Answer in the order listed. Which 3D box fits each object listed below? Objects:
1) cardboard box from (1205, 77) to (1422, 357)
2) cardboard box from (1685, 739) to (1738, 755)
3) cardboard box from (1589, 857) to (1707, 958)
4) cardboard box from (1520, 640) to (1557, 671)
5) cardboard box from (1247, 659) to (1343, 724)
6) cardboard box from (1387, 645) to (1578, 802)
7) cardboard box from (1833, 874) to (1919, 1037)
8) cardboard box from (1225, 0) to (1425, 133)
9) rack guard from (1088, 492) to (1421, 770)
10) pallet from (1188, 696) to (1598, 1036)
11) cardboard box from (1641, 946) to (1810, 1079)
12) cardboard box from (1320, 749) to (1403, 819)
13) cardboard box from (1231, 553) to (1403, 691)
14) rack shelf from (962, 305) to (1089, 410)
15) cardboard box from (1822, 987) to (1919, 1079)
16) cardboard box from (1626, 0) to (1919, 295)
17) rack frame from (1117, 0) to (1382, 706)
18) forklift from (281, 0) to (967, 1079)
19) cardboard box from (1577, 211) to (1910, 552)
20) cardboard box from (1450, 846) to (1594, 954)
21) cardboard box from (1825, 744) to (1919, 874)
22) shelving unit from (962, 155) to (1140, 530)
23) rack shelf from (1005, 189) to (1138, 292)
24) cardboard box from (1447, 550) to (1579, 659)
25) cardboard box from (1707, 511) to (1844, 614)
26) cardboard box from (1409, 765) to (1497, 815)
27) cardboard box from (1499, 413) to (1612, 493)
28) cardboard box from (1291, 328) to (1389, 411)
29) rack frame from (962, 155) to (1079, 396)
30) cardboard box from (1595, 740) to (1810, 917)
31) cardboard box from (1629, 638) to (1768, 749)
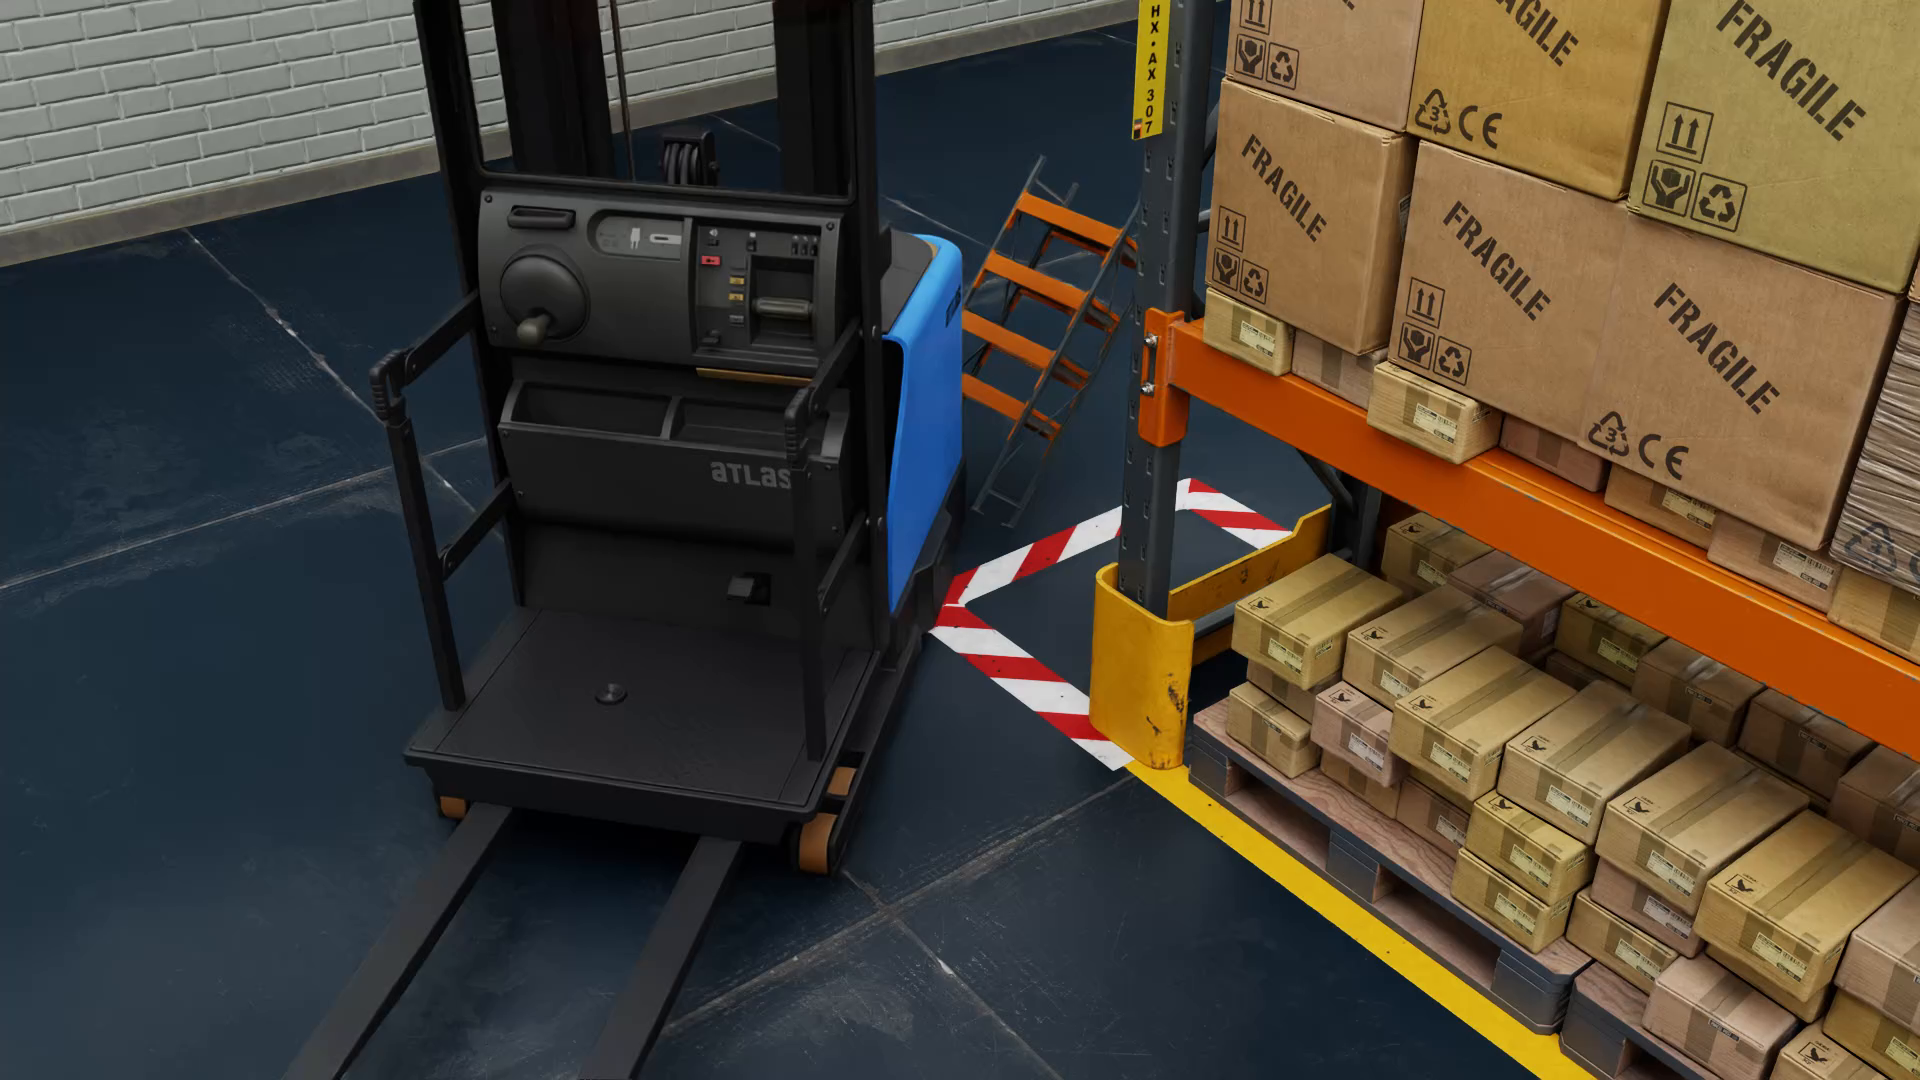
[{"bbox_3d":[0.930,-0.793,3.808,0.500,0.500,0.500,-20,37,-29],"label":"cardboard box"},{"bbox_3d":[1.826,0.494,4.133,0.380,0.149,0.250,-23,38,-32],"label":"cardboard box"},{"bbox_3d":[1.644,0.734,3.747,0.380,0.149,0.250,-24,39,-34],"label":"cardboard box"},{"bbox_3d":[1.540,0.259,4.512,0.380,0.149,0.250,-23,39,-32],"label":"cardboard box"},{"bbox_3d":[0.992,0.307,4.435,0.380,0.149,0.250,-21,37,-29],"label":"cardboard box"},{"bbox_3d":[1.243,0.430,3.956,0.380,0.149,0.250,-22,38,-32],"label":"cardboard box"},{"bbox_3d":[1.978,0.823,3.322,0.380,0.149,0.250,-22,38,-31],"label":"cardboard box"},{"bbox_3d":[0.939,-1.222,3.550,0.500,0.500,0.500,-23,38,-32],"label":"cardboard box"},{"bbox_3d":[0.920,0.192,4.966,1.175,0.500,0.348,-22,38,-31],"label":"rack guard"},{"bbox_3d":[1.390,0.665,4.479,1.003,0.211,1.213,-22,38,-31],"label":"pallet"},{"bbox_3d":[1.710,0.987,3.622,0.380,0.149,0.250,-24,39,-34],"label":"cardboard box"},{"bbox_3d":[1.167,0.536,4.348,0.380,0.149,0.250,-22,38,-32],"label":"cardboard box"},{"bbox_3d":[0.926,0.207,4.314,0.380,0.149,0.250,-24,39,-33],"label":"cardboard box"},{"bbox_3d":[0.202,-0.635,5.817,0.480,0.148,0.258,31,4,39],"label":"rack shelf"},{"bbox_3d":[2.001,0.950,3.400,0.380,0.149,0.250,-20,37,-29],"label":"cardboard box"},{"bbox_3d":[1.554,-0.789,2.854,0.500,0.500,0.500,-23,39,-32],"label":"cardboard box"},{"bbox_3d":[0.873,-0.901,4.358,1.000,3.000,0.127,-22,38,-31],"label":"rack frame"},{"bbox_3d":[-0.789,-0.588,3.919,1.130,2.935,3.031,6,32,10],"label":"forklift"},{"bbox_3d":[1.569,-0.370,3.127,0.500,0.500,0.500,-22,38,-31],"label":"cardboard box"},{"bbox_3d":[1.395,0.779,3.956,0.380,0.149,0.250,-22,38,-31],"label":"cardboard box"},{"bbox_3d":[2.157,0.576,3.720,0.380,0.149,0.250,-24,39,-33],"label":"cardboard box"},{"bbox_3d":[0.234,-0.694,5.813,0.503,1.200,0.258,31,4,39],"label":"shelving unit"},{"bbox_3d":[0.422,-1.039,5.790,0.480,0.148,0.258,31,4,39],"label":"rack shelf"},{"bbox_3d":[1.507,0.141,4.420,0.380,0.149,0.250,-21,38,-30],"label":"cardboard box"},{"bbox_3d":[1.667,-0.035,3.201,0.380,0.149,0.250,-23,39,-32],"label":"cardboard box"},{"bbox_3d":[1.335,0.512,4.104,0.380,0.149,0.250,-22,38,-31],"label":"cardboard box"},{"bbox_3d":[1.391,-0.267,3.576,0.380,0.149,0.250,-20,37,-29],"label":"cardboard box"},{"bbox_3d":[1.002,-0.461,3.887,0.380,0.149,0.250,-21,37,-30],"label":"cardboard box"},{"bbox_3d":[0.072,-0.793,5.967,0.015,1.200,0.240,31,4,39],"label":"rack frame"},{"bbox_3d":[1.623,0.625,3.641,0.380,0.149,0.250,-21,37,-30],"label":"cardboard box"},{"bbox_3d":[1.874,0.336,4.106,0.380,0.149,0.250,-24,39,-33],"label":"cardboard box"}]
